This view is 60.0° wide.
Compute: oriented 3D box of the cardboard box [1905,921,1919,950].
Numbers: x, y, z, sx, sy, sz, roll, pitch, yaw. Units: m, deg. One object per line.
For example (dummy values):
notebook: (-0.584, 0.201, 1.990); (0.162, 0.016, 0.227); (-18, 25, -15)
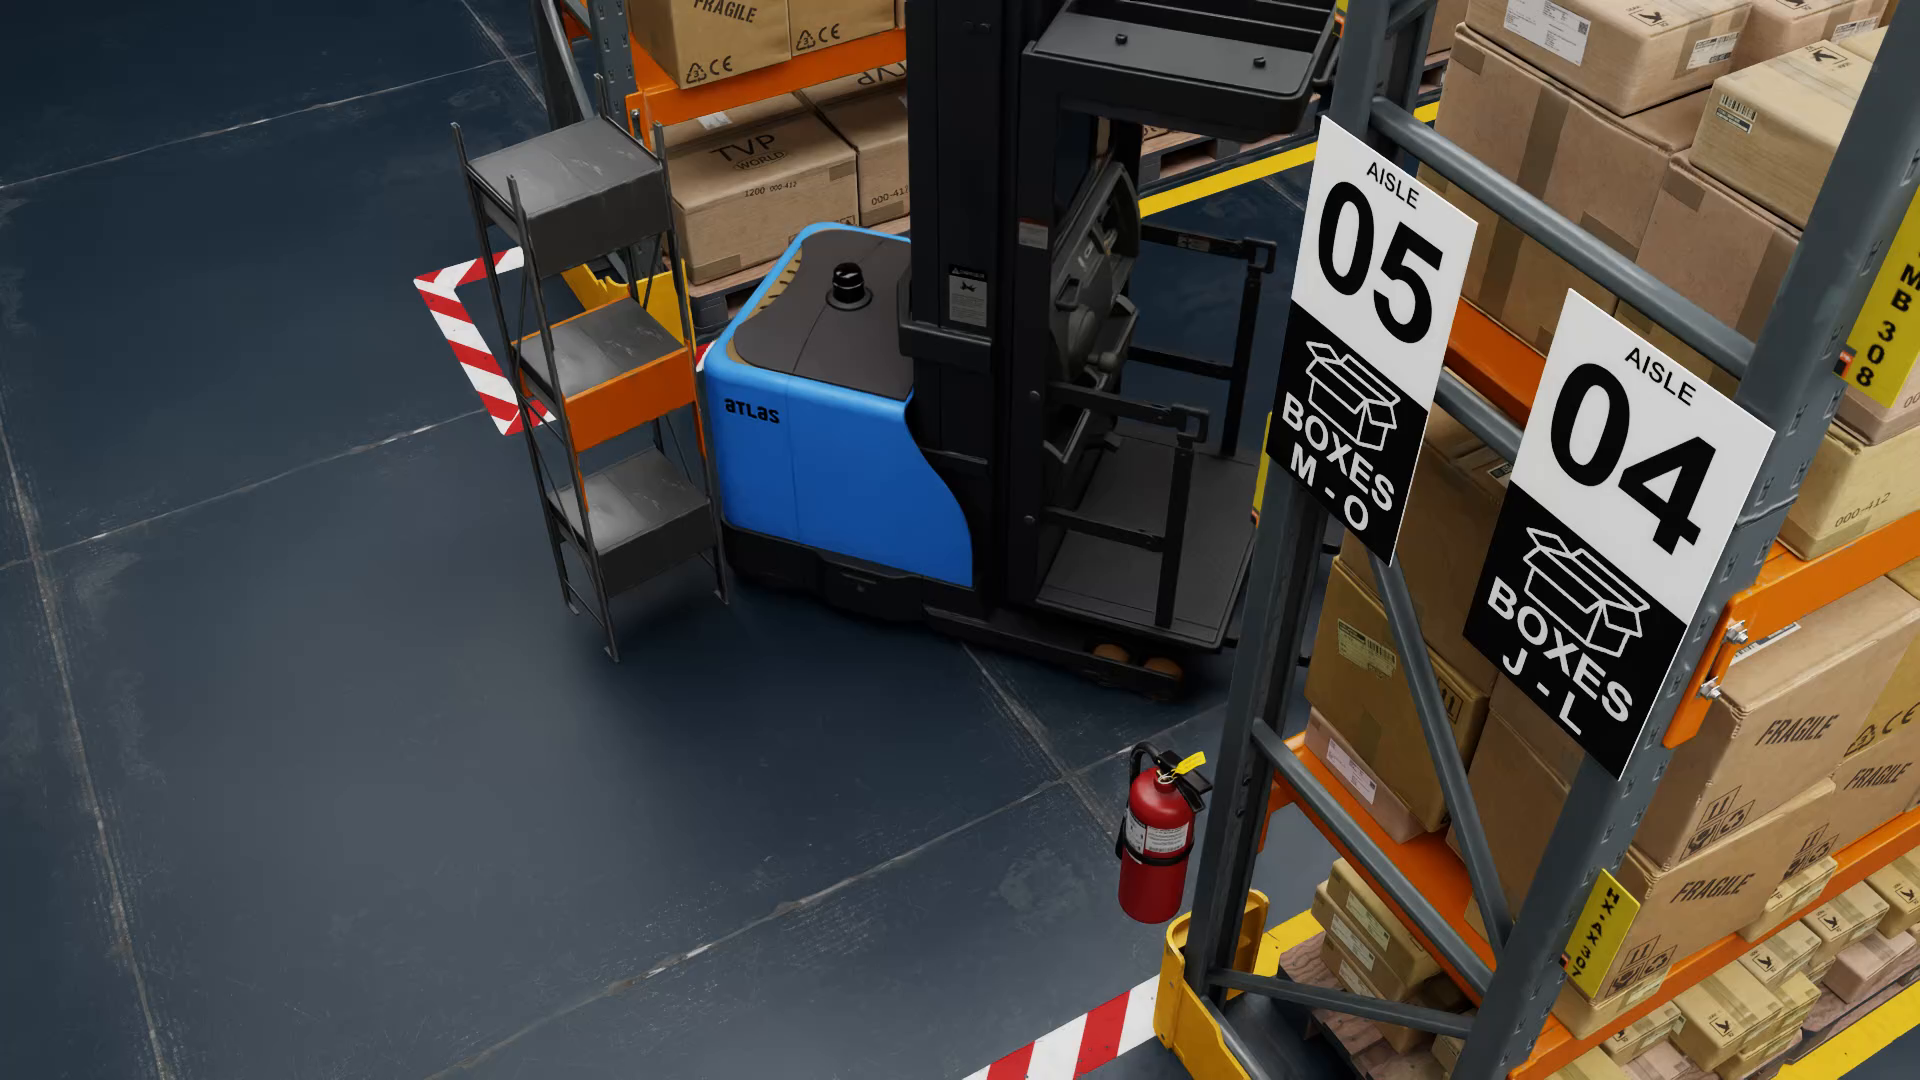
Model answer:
cardboard box: (2.900, 1.079, 5.230); (0.250, 0.149, 0.380); (-22, 48, -21)

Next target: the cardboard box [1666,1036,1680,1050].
cardboard box: (1.968, 1.280, 4.809); (0.250, 0.149, 0.380); (-21, 48, -20)

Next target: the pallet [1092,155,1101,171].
pallet: (0.109, -1.958, 8.616); (1.213, 0.211, 1.003); (-22, 48, -21)

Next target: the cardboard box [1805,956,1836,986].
cardboard box: (2.414, 1.225, 5.079); (0.250, 0.149, 0.380); (-22, 48, -21)

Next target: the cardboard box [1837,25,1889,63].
cardboard box: (1.576, -0.657, 2.582); (0.250, 0.149, 0.380); (-20, 48, -19)

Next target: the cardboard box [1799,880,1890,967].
cardboard box: (2.456, 1.018, 4.866); (0.250, 0.149, 0.380); (-20, 48, -19)

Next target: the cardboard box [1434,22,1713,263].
cardboard box: (1.225, -0.775, 2.990); (0.500, 0.250, 0.500); (-23, 49, -22)

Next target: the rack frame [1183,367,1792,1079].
rack frame: (0.952, 0.740, 3.833); (0.127, 3.000, 1.000); (-22, 48, -21)

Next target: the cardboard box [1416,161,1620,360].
cardboard box: (1.215, -0.600, 3.168); (0.500, 0.250, 0.500); (-23, 49, -22)

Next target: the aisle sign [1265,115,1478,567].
aisle sign: (0.739, -0.349, 3.089); (0.004, 0.787, 0.394); (-22, 48, -21)

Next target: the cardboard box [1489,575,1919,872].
cardboard box: (1.474, 0.243, 3.342); (0.500, 0.500, 0.500); (-22, 48, -21)

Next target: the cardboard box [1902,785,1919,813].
cardboard box: (2.361, 0.245, 4.058); (0.500, 0.500, 0.500); (-21, 48, -20)

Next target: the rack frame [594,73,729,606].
rack frame: (-1.029, -0.609, 5.870); (0.015, 2.100, 0.400); (-28, 51, -26)

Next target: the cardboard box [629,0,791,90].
cardboard box: (-1.042, -2.243, 6.836); (0.500, 0.500, 0.500); (-22, 48, -21)

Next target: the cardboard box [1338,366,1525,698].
cardboard box: (1.225, -0.070, 3.665); (0.500, 0.500, 0.500); (-23, 49, -22)

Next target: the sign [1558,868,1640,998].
sign: (1.223, 0.757, 3.194); (0.005, 0.325, 0.100); (-22, 48, -21)

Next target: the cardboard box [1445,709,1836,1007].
cardboard box: (1.479, 0.609, 3.684); (0.500, 0.500, 0.500); (-20, 47, -19)

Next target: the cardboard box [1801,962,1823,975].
cardboard box: (2.427, 1.107, 4.988); (0.250, 0.149, 0.380); (-24, 49, -23)

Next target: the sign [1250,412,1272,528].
sign: (0.693, -0.131, 3.673); (0.005, 0.325, 0.100); (-22, 48, -21)

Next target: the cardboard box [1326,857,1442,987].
cardboard box: (1.285, 1.062, 4.820); (0.250, 0.149, 0.380); (-21, 48, -20)

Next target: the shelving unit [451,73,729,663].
shelving unit: (-1.221, -0.505, 5.762); (0.503, 2.100, 0.431); (-28, 51, -26)

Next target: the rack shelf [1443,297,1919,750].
rack shelf: (2.686, -0.772, 3.754); (4.000, 0.370, 1.077); (-22, 48, -21)

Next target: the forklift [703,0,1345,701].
forklift: (0.644, -0.879, 5.551); (3.031, 2.935, 1.130); (14, 46, 14)

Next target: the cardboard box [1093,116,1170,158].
cardboard box: (0.493, -2.369, 8.575); (0.875, 0.438, 0.875); (-23, 49, -22)

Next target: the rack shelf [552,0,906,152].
rack shelf: (0.133, -2.650, 7.843); (4.000, 0.370, 1.077); (-22, 48, -21)

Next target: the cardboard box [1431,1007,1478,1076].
cardboard box: (1.534, 1.479, 4.604); (0.250, 0.149, 0.380); (-20, 48, -19)

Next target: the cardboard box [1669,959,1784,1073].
cardboard box: (2.037, 1.244, 4.633); (0.250, 0.149, 0.380); (-22, 48, -21)

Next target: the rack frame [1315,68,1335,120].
rack frame: (1.867, -3.602, 8.307); (0.127, 3.000, 1.000); (-22, 48, -21)

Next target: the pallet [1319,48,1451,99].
pallet: (2.498, -2.914, 9.601); (1.213, 0.211, 1.003); (-22, 48, -21)

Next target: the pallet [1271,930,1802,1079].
pallet: (1.740, 1.454, 5.100); (1.213, 0.211, 1.003); (-22, 48, -21)

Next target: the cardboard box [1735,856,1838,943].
cardboard box: (1.856, 0.742, 4.012); (0.250, 0.149, 0.380); (-23, 49, -22)

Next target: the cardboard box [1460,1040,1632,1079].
cardboard box: (1.576, 1.422, 4.449); (0.250, 0.149, 0.380); (-24, 49, -23)

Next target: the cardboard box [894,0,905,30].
cardboard box: (-0.168, -2.601, 7.204); (0.500, 0.500, 0.500); (-22, 48, -21)

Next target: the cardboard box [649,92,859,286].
cardboard box: (-1.079, -1.734, 7.922); (0.875, 0.438, 0.875); (-23, 49, -22)

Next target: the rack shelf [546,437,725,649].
rack shelf: (-1.221, 0.008, 6.259); (0.480, 0.518, 0.431); (-28, 51, -26)

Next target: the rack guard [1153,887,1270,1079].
rack guard: (1.018, 1.611, 4.731); (0.348, 0.500, 1.175); (-22, 48, -21)

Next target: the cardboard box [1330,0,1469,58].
cardboard box: (2.364, -3.253, 9.173); (0.875, 0.875, 0.875); (-20, 48, -20)

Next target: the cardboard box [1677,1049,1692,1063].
cardboard box: (1.964, 1.394, 4.906); (0.250, 0.149, 0.380); (-21, 48, -21)

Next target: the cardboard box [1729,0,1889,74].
cardboard box: (1.346, -0.937, 2.870); (0.250, 0.149, 0.380); (-21, 48, -20)
